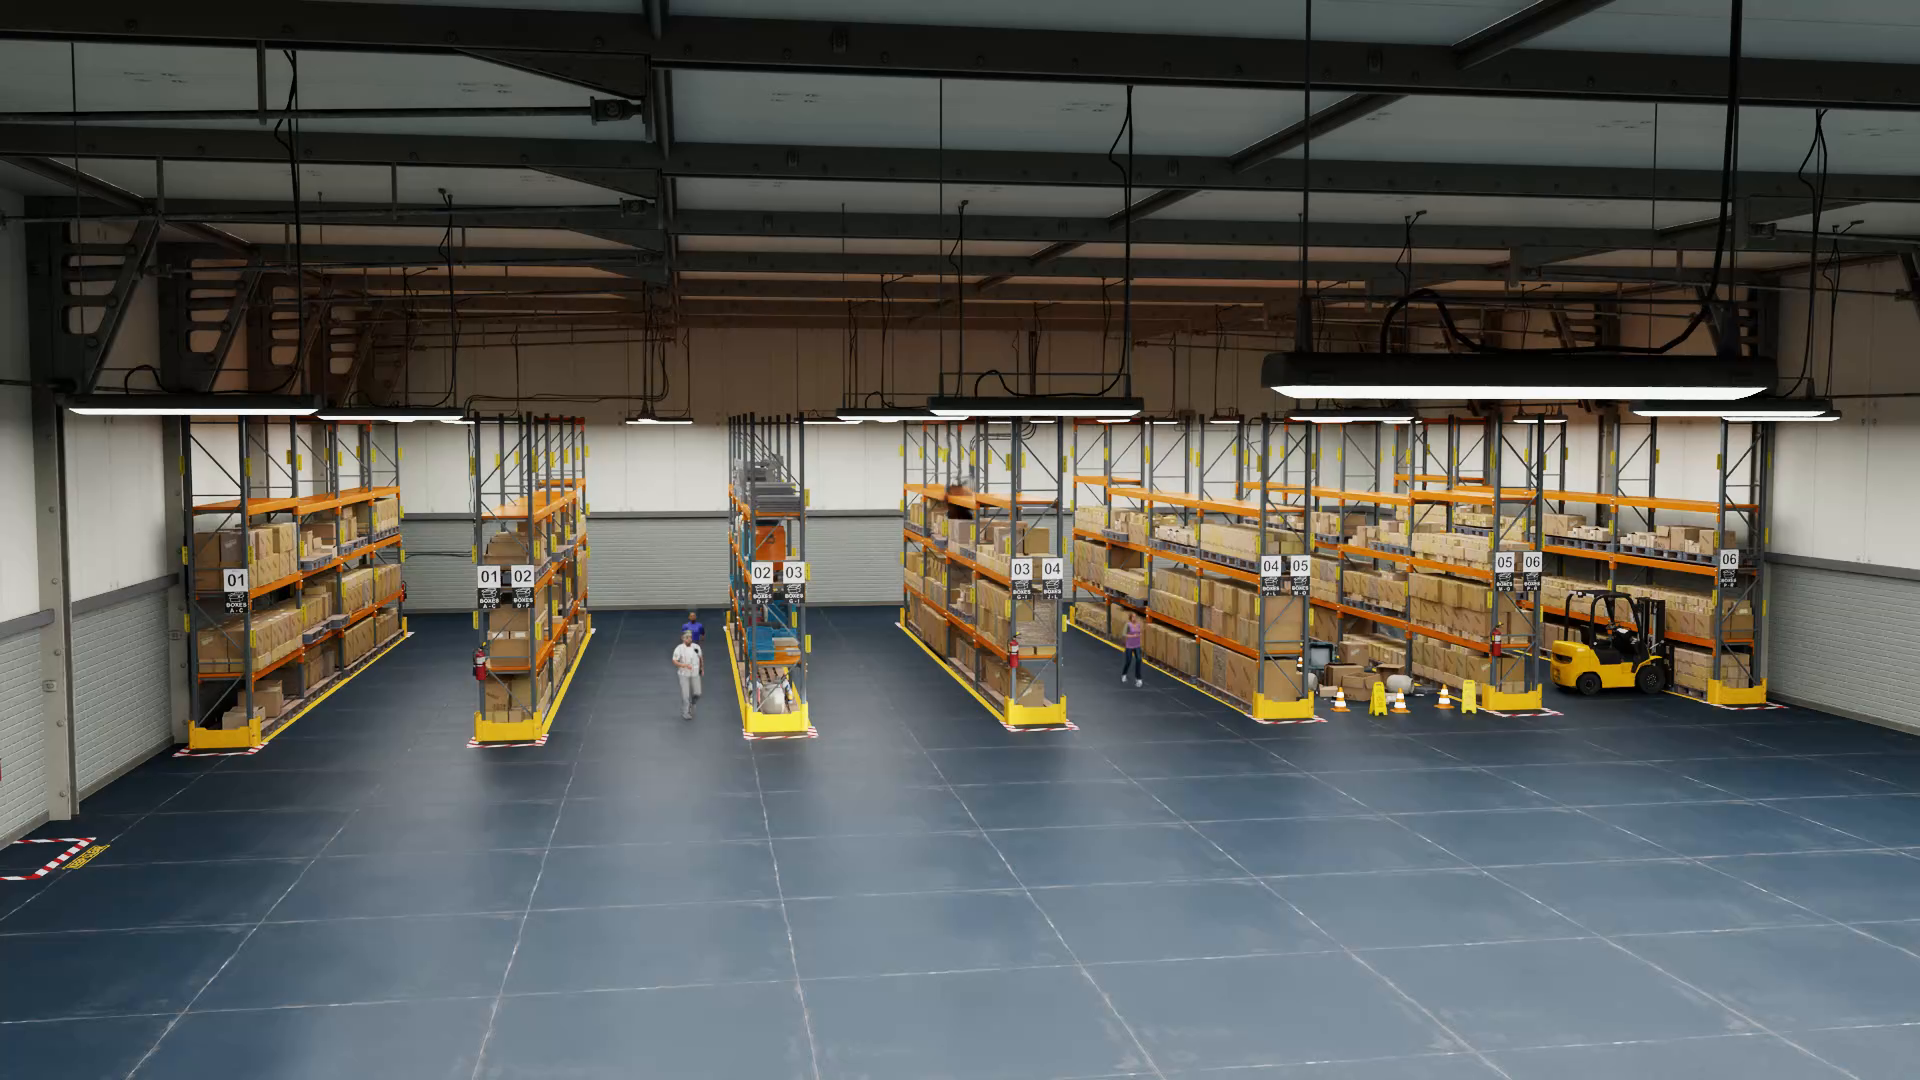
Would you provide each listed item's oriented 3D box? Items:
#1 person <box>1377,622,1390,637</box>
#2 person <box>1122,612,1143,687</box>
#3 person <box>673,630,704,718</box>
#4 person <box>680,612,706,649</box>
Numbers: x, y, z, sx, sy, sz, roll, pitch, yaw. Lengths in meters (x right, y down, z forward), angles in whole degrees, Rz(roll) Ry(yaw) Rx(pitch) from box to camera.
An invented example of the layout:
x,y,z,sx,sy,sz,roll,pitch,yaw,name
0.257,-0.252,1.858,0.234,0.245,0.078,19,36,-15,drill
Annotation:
x,y,z,sx,sy,sz,roll,pitch,yaw,name
11.101,1.908,43.417,0.707,1.739,0.566,-1,4,-8,person
3.812,2.400,36.878,0.565,1.631,0.778,-1,4,-21,person
-5.290,2.630,32.585,0.651,1.743,0.607,-2,4,-25,person
-5.969,2.404,37.182,0.583,1.615,0.558,-1,4,-12,person
